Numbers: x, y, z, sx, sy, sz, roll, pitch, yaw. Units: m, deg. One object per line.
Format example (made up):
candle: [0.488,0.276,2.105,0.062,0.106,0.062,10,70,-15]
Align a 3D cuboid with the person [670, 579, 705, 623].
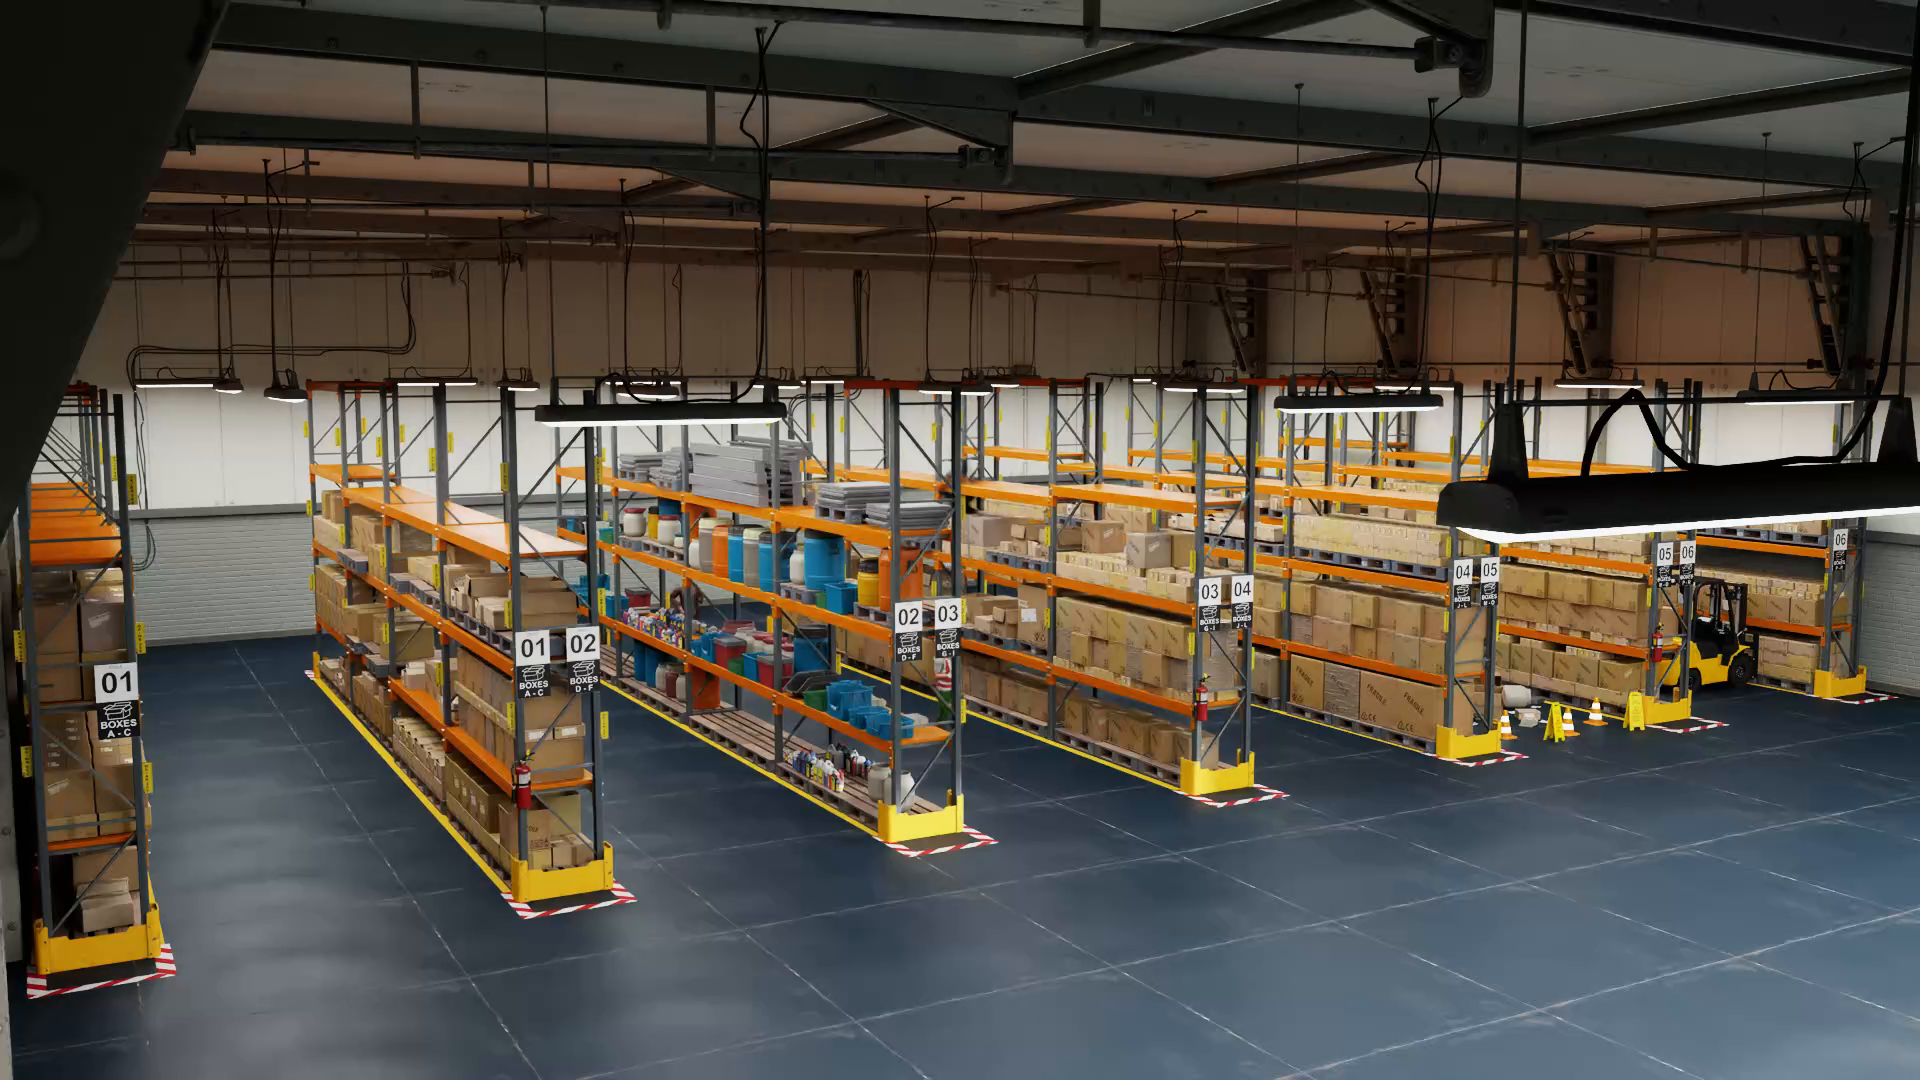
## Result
person: [-5.842,1.641,35.786,0.702,1.823,0.835,-5,8,-37]

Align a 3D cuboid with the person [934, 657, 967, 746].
person: [-0.161,2.512,27.577,0.632,1.823,0.705,-5,8,-39]

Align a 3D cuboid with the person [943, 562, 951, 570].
person: [-0.352,1.073,41.902,0.919,1.589,0.632,-2,6,-17]
